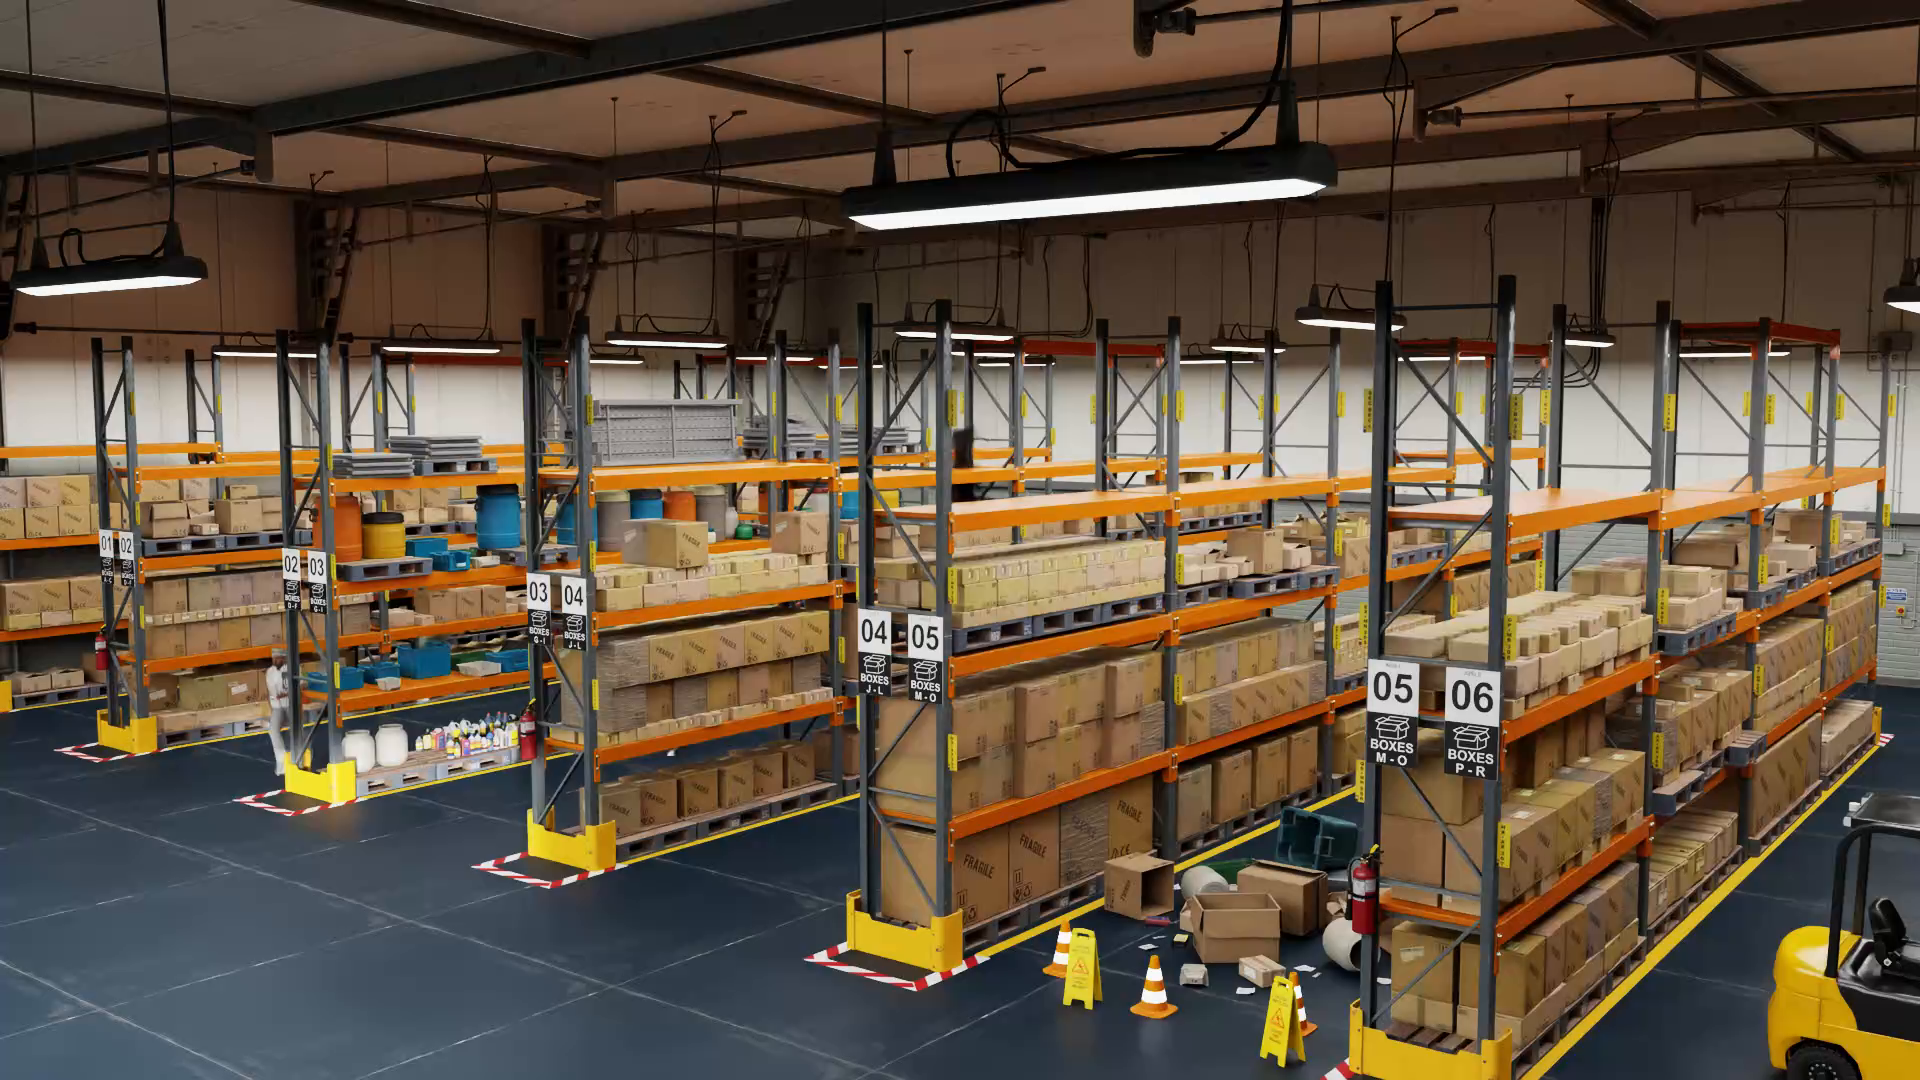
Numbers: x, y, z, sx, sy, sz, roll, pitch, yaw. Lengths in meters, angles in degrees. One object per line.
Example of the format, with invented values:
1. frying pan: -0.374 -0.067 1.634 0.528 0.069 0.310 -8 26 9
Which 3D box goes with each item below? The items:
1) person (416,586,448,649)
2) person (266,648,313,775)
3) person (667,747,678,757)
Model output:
1. person: -9.972 1.636 31.376 0.665 1.727 0.837 -1 5 -7
2. person: -9.357 2.335 22.986 0.630 1.746 0.774 1 5 7
3. person: -4.110 2.279 24.048 0.562 1.606 0.789 1 5 8
